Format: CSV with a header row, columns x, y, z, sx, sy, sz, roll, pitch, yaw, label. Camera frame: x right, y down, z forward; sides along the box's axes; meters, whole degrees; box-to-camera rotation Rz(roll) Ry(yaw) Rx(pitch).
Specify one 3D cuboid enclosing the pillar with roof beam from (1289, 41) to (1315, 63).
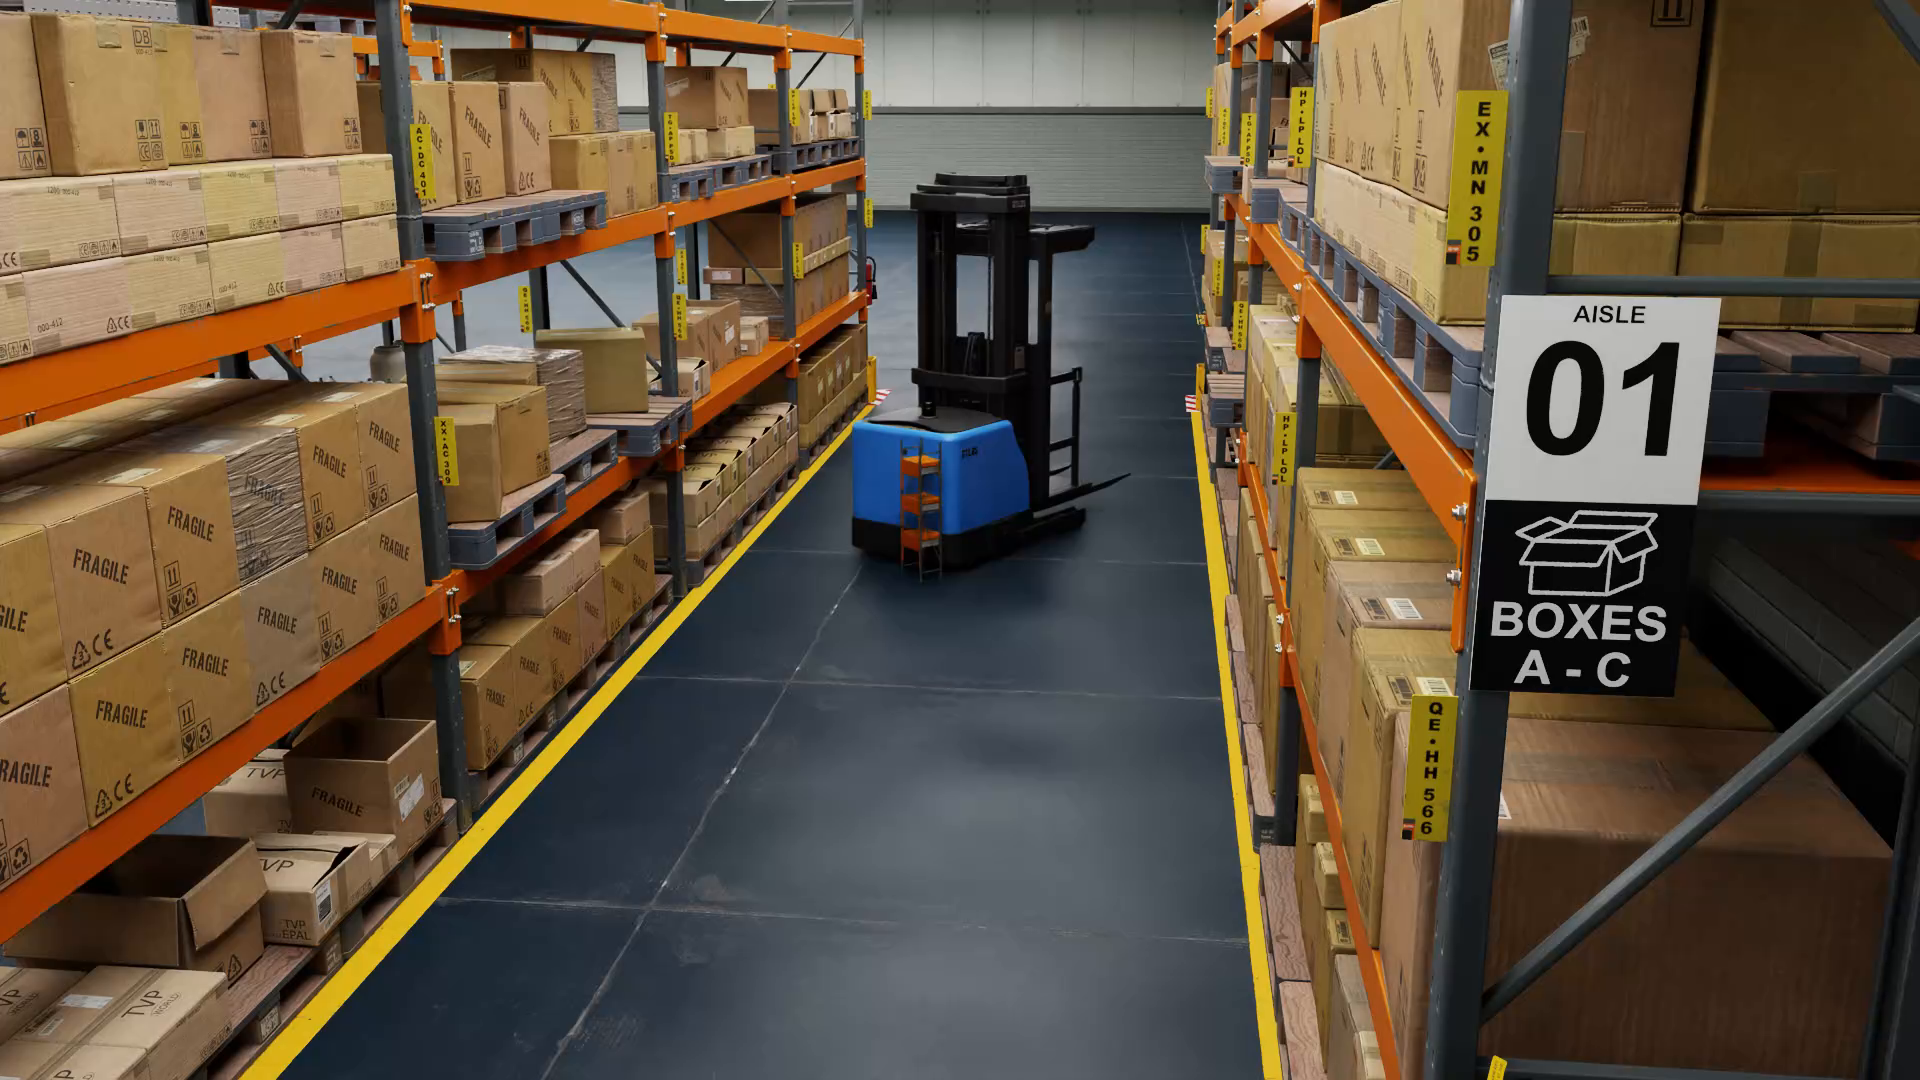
x,y,z,sx,sy,sz,roll,pitch,yaw,label
0.507,-7.350,23.606,9.100,9.000,0.400,2,15,6,pillar with roof beam

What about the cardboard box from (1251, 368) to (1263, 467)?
x,y,z,sx,sy,sz,roll,pitch,yaw,label
1.990,-0.722,9.787,0.500,0.500,0.500,2,15,6,cardboard box

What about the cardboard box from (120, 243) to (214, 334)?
x,y,z,sx,sy,sz,roll,pitch,yaw,label
-2.916,-0.864,5.651,0.500,0.250,0.500,2,15,6,cardboard box

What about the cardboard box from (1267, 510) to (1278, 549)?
x,y,z,sx,sy,sz,roll,pitch,yaw,label
1.781,-0.053,8.554,0.380,0.149,0.250,2,15,6,cardboard box

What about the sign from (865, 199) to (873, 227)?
x,y,z,sx,sy,sz,roll,pitch,yaw,label
-1.057,-3.777,19.212,0.100,0.325,0.005,2,15,6,sign

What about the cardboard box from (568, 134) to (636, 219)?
x,y,z,sx,sy,sz,roll,pitch,yaw,label
-2.571,-2.298,10.477,0.910,0.500,0.500,2,15,6,cardboard box

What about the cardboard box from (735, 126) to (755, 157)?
x,y,z,sx,sy,sz,roll,pitch,yaw,label
-2.125,-3.505,14.613,0.500,0.250,0.500,3,15,12,cardboard box

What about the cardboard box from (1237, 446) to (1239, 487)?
x,y,z,sx,sy,sz,roll,pitch,yaw,label
2.810,-0.755,14.655,0.700,0.500,0.500,2,15,8,cardboard box

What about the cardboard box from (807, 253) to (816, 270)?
x,y,z,sx,sy,sz,roll,pitch,yaw,label
-1.682,-2.846,17.005,0.380,0.149,0.250,1,15,5,cardboard box

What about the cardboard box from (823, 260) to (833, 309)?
x,y,z,sx,sy,sz,roll,pitch,yaw,label
-1.777,-2.786,18.027,0.700,0.500,0.500,2,15,7,cardboard box

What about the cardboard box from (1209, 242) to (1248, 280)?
x,y,z,sx,sy,sz,roll,pitch,yaw,label
2.798,-2.767,16.960,0.500,0.500,0.500,2,15,8,cardboard box

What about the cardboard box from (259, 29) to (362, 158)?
x,y,z,sx,sy,sz,roll,pitch,yaw,label
-2.966,-1.863,6.951,0.700,0.500,0.500,2,15,6,cardboard box

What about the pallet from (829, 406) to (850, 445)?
x,y,z,sx,sy,sz,roll,pitch,yaw,label
-1.780,-1.262,17.925,1.003,0.211,1.213,2,15,6,pallet

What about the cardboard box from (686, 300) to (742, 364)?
x,y,z,sx,sy,sz,roll,pitch,yaw,label
-2.209,-1.799,14.376,0.500,0.500,0.500,3,15,10,cardboard box

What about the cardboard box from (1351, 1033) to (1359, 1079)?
x,y,z,sx,sy,sz,roll,pitch,yaw,label
1.558,1.861,5.017,0.700,0.500,0.500,2,15,6,cardboard box

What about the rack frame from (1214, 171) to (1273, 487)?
x,y,z,sx,sy,sz,roll,pitch,yaw,label
2.876,-1.941,15.094,1.000,3.000,0.127,2,15,6,rack frame

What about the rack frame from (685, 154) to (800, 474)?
x,y,z,sx,sy,sz,roll,pitch,yaw,label
-2.046,-2.086,15.630,1.000,3.000,0.127,2,15,6,rack frame

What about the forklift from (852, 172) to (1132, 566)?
x,y,z,sx,sy,sz,roll,pitch,yaw,label
0.408,-1.543,13.755,1.130,2.935,3.031,11,18,34,forklift

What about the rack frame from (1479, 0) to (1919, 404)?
x,y,z,sx,sy,sz,roll,pitch,yaw,label
1.522,-1.725,2.801,1.000,3.000,0.127,2,15,6,rack frame

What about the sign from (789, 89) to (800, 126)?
x,y,z,sx,sy,sz,roll,pitch,yaw,label
-1.506,-3.922,15.080,0.100,0.325,0.005,2,15,6,sign

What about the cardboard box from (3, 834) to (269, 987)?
x,y,z,sx,sy,sz,roll,pitch,yaw,label
-3.156,1.469,6.422,0.797,0.503,0.637,2,15,6,cardboard box

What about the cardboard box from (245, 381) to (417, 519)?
x,y,z,sx,sy,sz,roll,pitch,yaw,label
-2.749,-0.403,7.300,0.500,0.500,0.500,2,15,7,cardboard box

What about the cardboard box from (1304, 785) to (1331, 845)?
x,y,z,sx,sy,sz,roll,pitch,yaw,label
1.567,1.099,6.592,0.380,0.149,0.250,2,15,8,cardboard box

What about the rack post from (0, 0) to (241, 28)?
x,y,z,sx,sy,sz,roll,pitch,yaw,label
-7.104,-4.712,13.465,1.013,1.000,3.121,2,15,6,rack post

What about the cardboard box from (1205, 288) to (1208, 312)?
x,y,z,sx,sy,sz,roll,pitch,yaw,label
2.849,-2.531,17.526,0.500,0.250,0.500,1,15,5,cardboard box

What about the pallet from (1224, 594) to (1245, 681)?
x,y,z,sx,sy,sz,roll,pitch,yaw,label
2.261,0.645,10.873,1.003,0.211,1.213,2,15,6,pallet

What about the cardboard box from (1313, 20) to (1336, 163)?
x,y,z,sx,sy,sz,roll,pitch,yaw,label
1.614,-1.678,6.229,0.500,0.500,0.500,2,15,6,cardboard box

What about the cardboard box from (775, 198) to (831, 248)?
x,y,z,sx,sy,sz,roll,pitch,yaw,label
-1.776,-3.396,17.798,0.700,0.500,0.500,2,15,6,cardboard box

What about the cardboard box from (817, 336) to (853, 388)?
x,y,z,sx,sy,sz,roll,pitch,yaw,label
-1.458,-1.953,18.165,0.500,0.500,0.500,2,15,6,cardboard box

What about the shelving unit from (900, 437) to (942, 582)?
x,y,z,sx,sy,sz,roll,pitch,yaw,label
-0.292,-0.230,12.501,0.215,1.050,0.252,-11,19,-35,shelving unit

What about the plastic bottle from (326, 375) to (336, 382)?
x,y,z,sx,sy,sz,roll,pitch,yaw,label
-7.031,-1.704,18.603,0.097,0.271,0.097,0,15,0,plastic bottle

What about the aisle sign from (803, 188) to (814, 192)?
x,y,z,sx,sy,sz,roll,pitch,yaw,label
-1.892,-4.404,19.223,0.394,0.787,0.004,2,15,6,aisle sign

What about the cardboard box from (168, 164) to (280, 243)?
x,y,z,sx,sy,sz,roll,pitch,yaw,label
-2.853,-1.235,6.065,0.500,0.250,0.500,2,15,6,cardboard box

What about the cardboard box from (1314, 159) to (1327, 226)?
x,y,z,sx,sy,sz,roll,pitch,yaw,label
1.633,-1.321,6.346,0.500,0.250,0.500,2,15,6,cardboard box

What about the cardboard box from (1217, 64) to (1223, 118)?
x,y,z,sx,sy,sz,roll,pitch,yaw,label
2.763,-4.346,16.095,0.500,0.500,0.500,1,15,4,cardboard box

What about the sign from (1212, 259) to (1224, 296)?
x,y,z,sx,sy,sz,roll,pitch,yaw,label
2.336,-2.373,15.032,0.100,0.325,0.005,2,15,6,sign

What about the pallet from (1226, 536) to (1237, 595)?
x,y,z,sx,sy,sz,roll,pitch,yaw,label
2.514,0.240,12.370,1.003,0.211,1.213,2,15,6,pallet

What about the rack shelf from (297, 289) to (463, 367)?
x,y,z,sx,sy,sz,roll,pitch,yaw,label
-6.742,-2.404,18.185,1.077,0.370,4.000,2,15,6,rack shelf

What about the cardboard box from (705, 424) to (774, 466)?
x,y,z,sx,sy,sz,roll,pitch,yaw,label
-1.918,-0.854,14.463,0.500,0.311,0.500,2,15,6,cardboard box

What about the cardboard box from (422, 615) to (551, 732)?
x,y,z,sx,sy,sz,roll,pitch,yaw,label
-2.603,0.726,9.175,0.500,0.500,0.500,2,15,7,cardboard box

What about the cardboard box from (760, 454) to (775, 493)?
x,y,z,sx,sy,sz,roll,pitch,yaw,label
-1.921,-0.581,14.529,0.500,0.250,0.500,2,15,8,cardboard box

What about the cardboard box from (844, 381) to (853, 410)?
x,y,z,sx,sy,sz,roll,pitch,yaw,label
-1.461,-1.591,18.263,0.500,0.250,0.500,2,15,6,cardboard box

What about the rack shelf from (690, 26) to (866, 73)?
x,y,z,sx,sy,sz,roll,pitch,yaw,label
-1.821,-4.960,16.911,1.077,0.370,4.000,2,15,6,rack shelf

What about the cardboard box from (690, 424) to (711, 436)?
x,y,z,sx,sy,sz,roll,pitch,yaw,label
-2.459,-0.868,14.515,0.500,0.311,0.500,1,15,4,cardboard box

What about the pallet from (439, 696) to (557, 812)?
x,y,z,sx,sy,sz,roll,pitch,yaw,label
-2.895,1.123,9.105,1.003,0.211,1.213,2,15,6,pallet

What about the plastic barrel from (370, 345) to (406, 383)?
x,y,z,sx,sy,sz,roll,pitch,yaw,label
-6.571,-1.969,19.159,0.421,0.512,0.421,0,15,0,plastic barrel

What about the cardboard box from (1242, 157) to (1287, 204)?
x,y,z,sx,sy,sz,roll,pitch,yaw,label
2.238,-2.513,11.594,0.500,0.311,0.500,2,15,6,cardboard box

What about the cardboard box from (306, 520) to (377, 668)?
x,y,z,sx,sy,sz,roll,pitch,yaw,label
-2.807,0.212,6.941,0.500,0.500,0.500,2,15,8,cardboard box

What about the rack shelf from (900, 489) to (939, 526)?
x,y,z,sx,sy,sz,roll,pitch,yaw,label
-0.292,-0.220,12.504,0.215,0.259,0.240,-11,19,-35,rack shelf

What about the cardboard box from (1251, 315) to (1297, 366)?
x,y,z,sx,sy,sz,roll,pitch,yaw,label
2.057,-1.217,10.182,0.500,0.250,0.500,1,15,5,cardboard box

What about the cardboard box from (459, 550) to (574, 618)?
x,y,z,sx,sy,sz,roll,pitch,yaw,label
-2.540,0.244,9.524,0.500,0.250,0.500,2,15,6,cardboard box

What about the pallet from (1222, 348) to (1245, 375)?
x,y,z,sx,sy,sz,roll,pitch,yaw,label
2.607,-1.326,13.185,1.003,0.211,1.213,2,15,6,pallet

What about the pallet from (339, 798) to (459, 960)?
x,y,z,sx,sy,sz,roll,pitch,yaw,label
-3.028,1.513,7.662,1.003,0.211,1.213,2,15,6,pallet

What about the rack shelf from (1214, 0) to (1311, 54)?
x,y,z,sx,sy,sz,roll,pitch,yaw,label
3.102,-5.007,16.323,1.077,0.370,4.000,2,15,6,rack shelf

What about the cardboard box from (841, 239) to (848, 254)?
x,y,z,sx,sy,sz,roll,pitch,yaw,label
-1.477,-3.312,18.730,0.380,0.149,0.250,2,15,8,cardboard box

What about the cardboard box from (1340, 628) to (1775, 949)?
x,y,z,sx,sy,sz,roll,pitch,yaw,label
1.641,0.705,4.734,0.980,0.700,0.700,2,15,6,cardboard box

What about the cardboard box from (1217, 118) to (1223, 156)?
x,y,z,sx,sy,sz,roll,pitch,yaw,label
2.782,-3.861,16.217,0.500,0.500,0.500,1,15,4,cardboard box

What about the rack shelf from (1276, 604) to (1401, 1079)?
x,y,z,sx,sy,sz,roll,pitch,yaw,label
1.748,1.000,5.596,1.077,0.370,4.000,2,15,6,rack shelf

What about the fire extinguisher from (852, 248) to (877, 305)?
x,y,z,sx,sy,sz,roll,pitch,yaw,label
-1.120,-3.103,19.539,0.296,0.674,0.183,2,15,6,fire extinguisher
